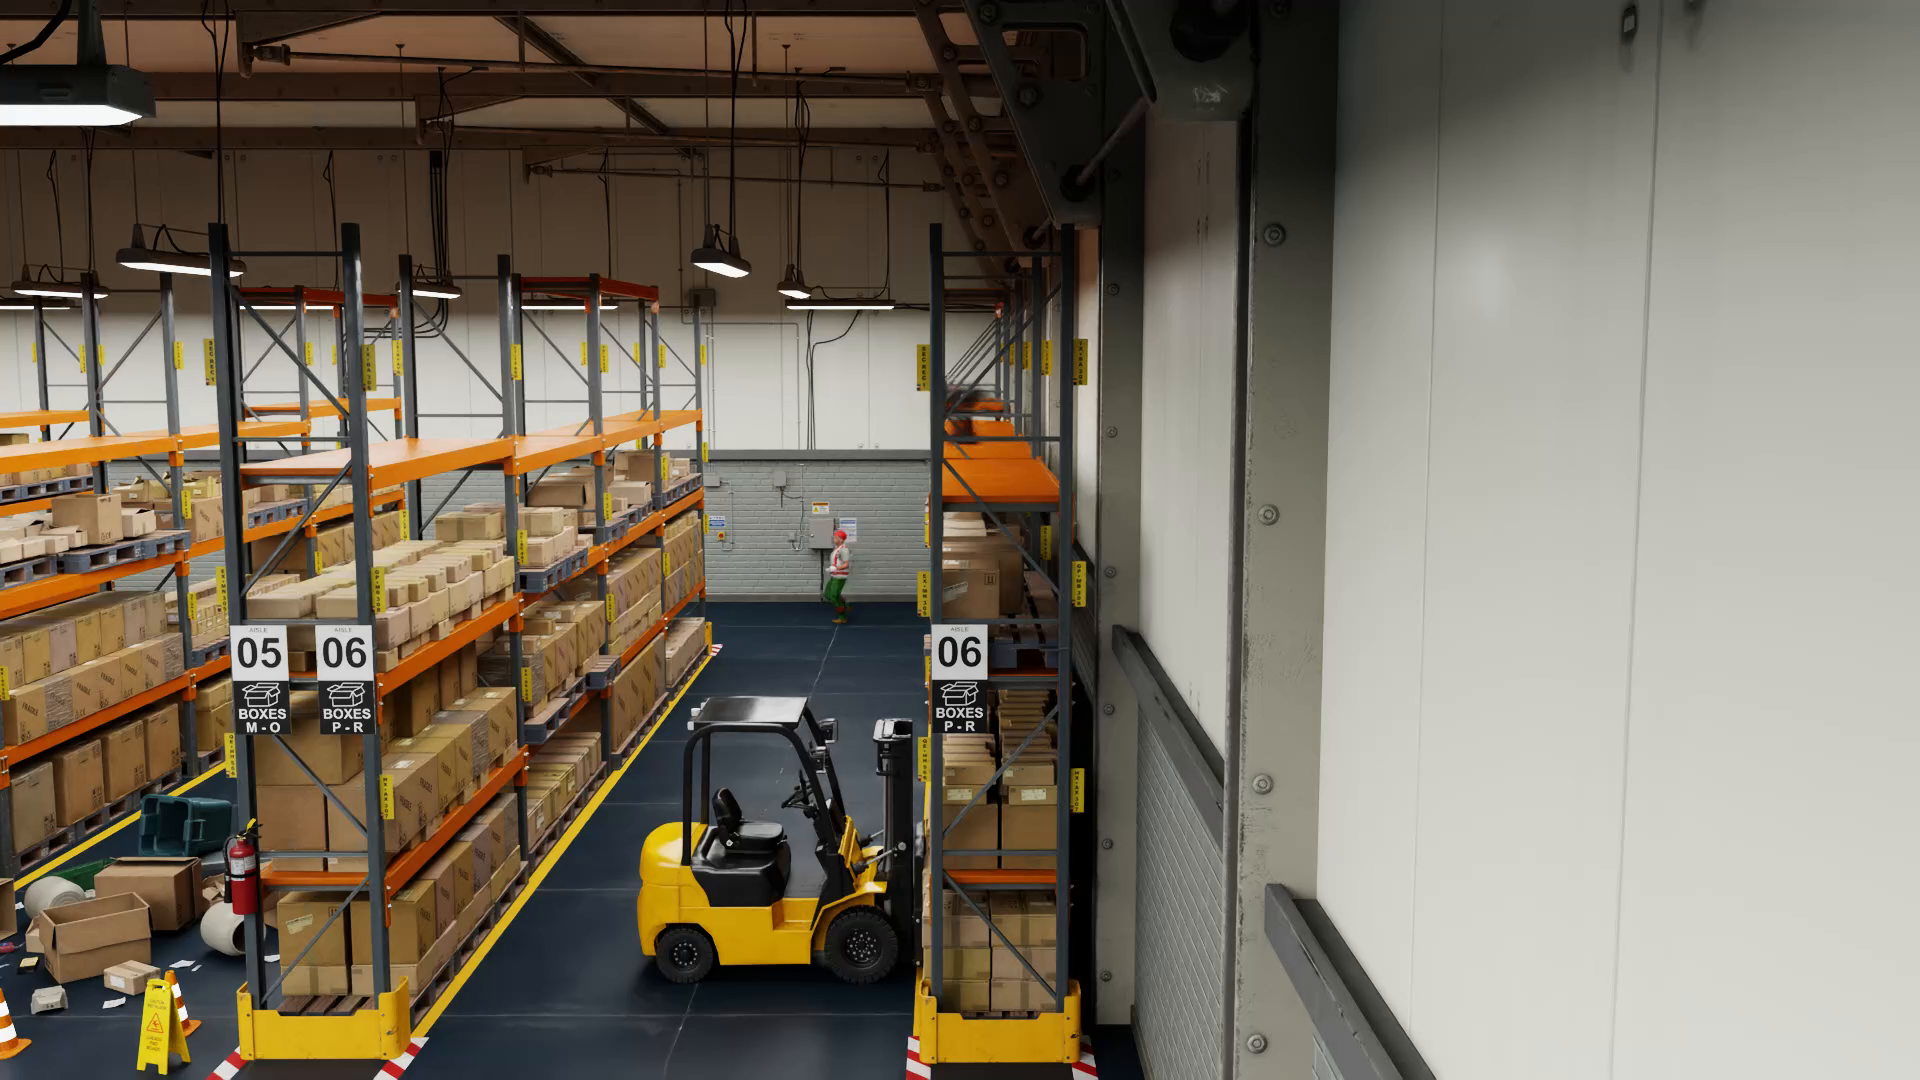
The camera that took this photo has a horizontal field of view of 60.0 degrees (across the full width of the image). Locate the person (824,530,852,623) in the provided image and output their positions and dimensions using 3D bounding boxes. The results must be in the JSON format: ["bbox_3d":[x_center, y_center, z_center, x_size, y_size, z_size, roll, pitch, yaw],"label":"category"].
[{"bbox_3d":[-2.289,0.685,30.967,0.585,1.742,0.655,-2,7,-18],"label":"person"}]
